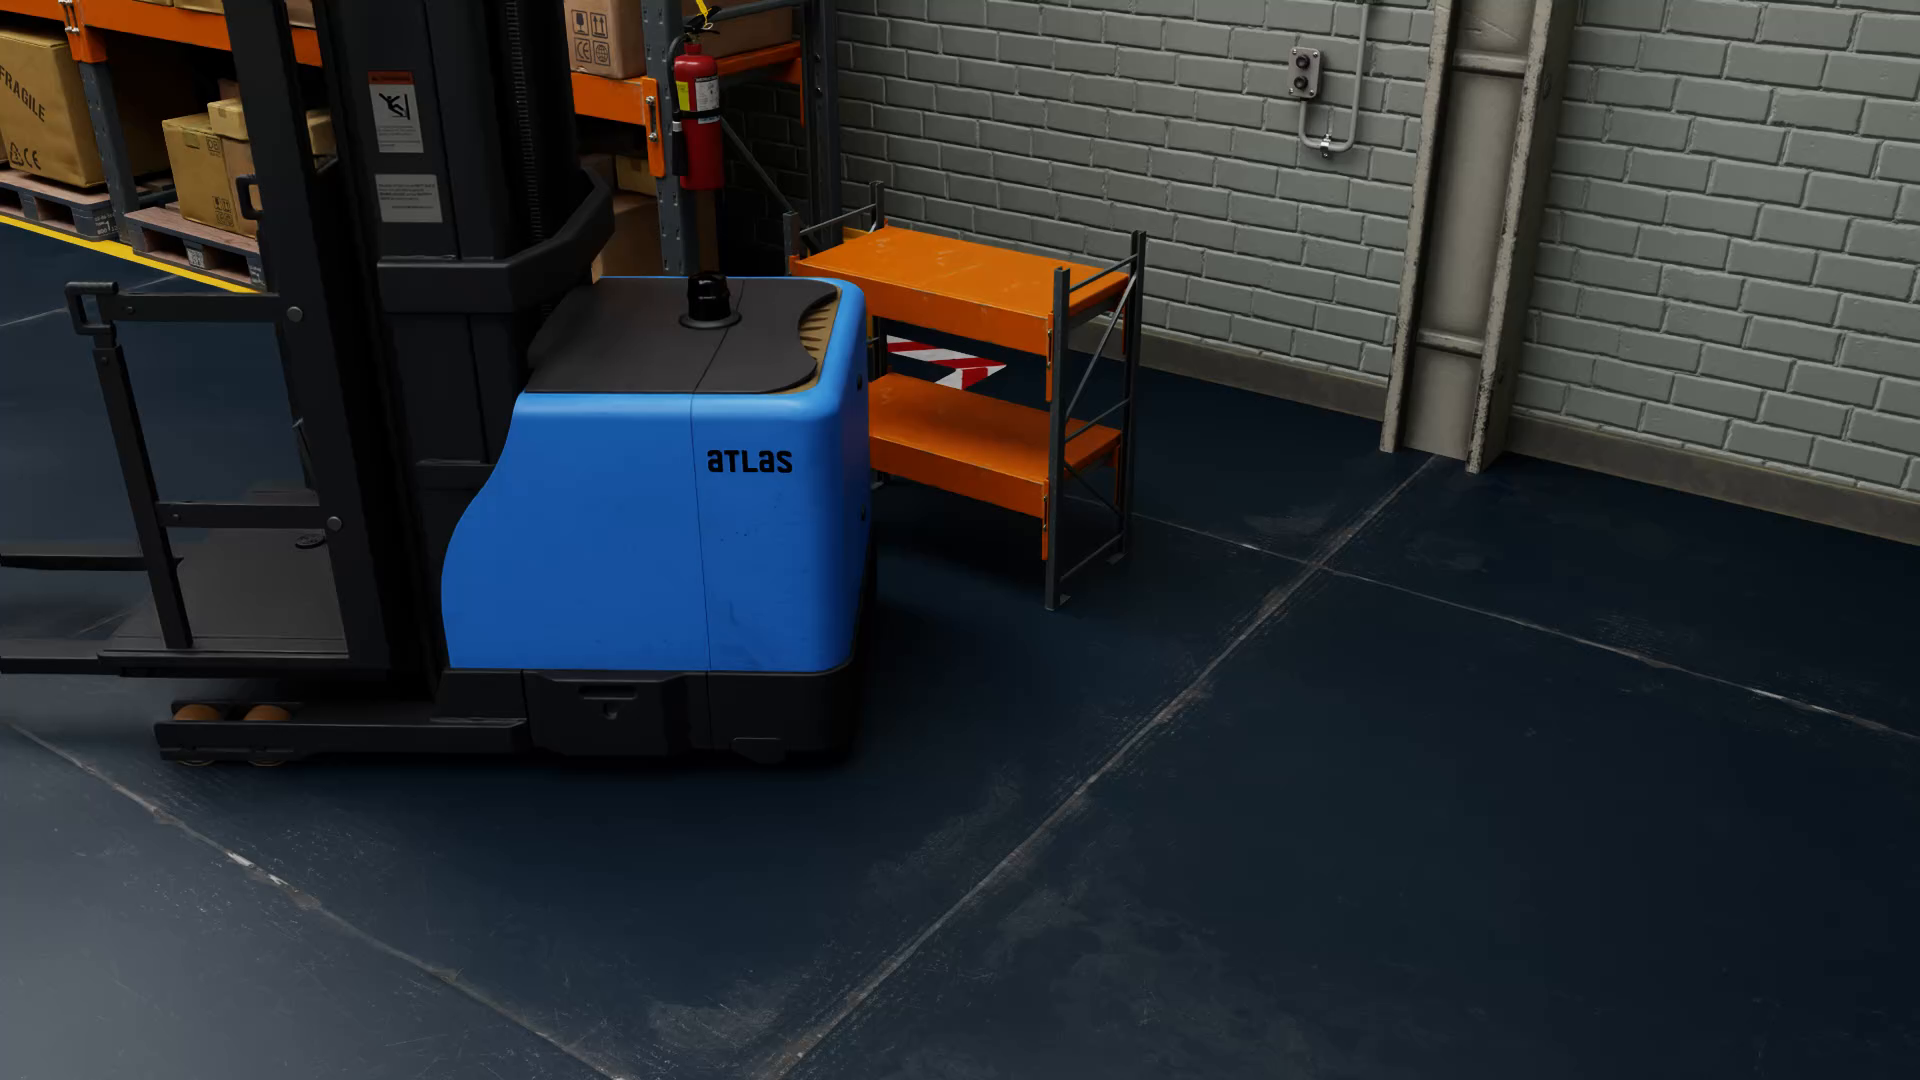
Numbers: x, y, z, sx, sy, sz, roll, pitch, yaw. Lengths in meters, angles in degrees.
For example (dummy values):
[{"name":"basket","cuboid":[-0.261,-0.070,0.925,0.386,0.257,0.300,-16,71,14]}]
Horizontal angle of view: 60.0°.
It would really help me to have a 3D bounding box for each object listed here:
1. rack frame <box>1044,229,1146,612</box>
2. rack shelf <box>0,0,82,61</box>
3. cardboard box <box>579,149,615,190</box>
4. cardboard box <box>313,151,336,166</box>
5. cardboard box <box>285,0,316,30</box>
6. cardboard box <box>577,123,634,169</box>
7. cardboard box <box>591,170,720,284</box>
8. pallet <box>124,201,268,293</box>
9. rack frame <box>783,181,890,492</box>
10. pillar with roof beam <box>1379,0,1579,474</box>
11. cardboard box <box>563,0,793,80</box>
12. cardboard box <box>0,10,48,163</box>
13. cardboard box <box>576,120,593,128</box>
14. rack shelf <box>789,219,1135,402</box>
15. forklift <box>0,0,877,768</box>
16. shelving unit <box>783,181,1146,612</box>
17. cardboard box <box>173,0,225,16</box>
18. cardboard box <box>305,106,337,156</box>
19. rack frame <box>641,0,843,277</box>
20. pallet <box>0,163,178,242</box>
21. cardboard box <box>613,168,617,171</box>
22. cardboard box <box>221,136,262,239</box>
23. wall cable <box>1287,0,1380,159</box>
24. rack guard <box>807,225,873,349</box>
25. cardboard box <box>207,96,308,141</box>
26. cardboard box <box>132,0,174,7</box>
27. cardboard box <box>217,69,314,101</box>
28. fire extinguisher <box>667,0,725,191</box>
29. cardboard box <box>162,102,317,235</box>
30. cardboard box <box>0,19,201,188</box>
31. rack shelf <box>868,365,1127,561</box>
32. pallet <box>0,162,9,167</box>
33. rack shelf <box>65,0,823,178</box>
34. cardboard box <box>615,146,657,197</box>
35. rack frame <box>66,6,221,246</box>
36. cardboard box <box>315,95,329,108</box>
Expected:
[{"name":"rack frame","cuboid":[0.425,-0.369,5.235,0.032,1.125,0.500,17,32,30]},{"name":"rack shelf","cuboid":[-5.789,-3.282,9.686,4.000,0.370,1.077,17,32,30]},{"name":"cardboard box","cuboid":[-1.686,-1.532,7.030,0.250,0.149,0.380,17,31,30]},{"name":"cardboard box","cuboid":[-2.748,-1.669,8.016,0.500,0.500,0.700,18,32,31]},{"name":"cardboard box","cuboid":[-2.498,-2.705,7.427,0.700,0.700,0.980,16,31,28]},{"name":"cardboard box","cuboid":[-1.679,-1.739,7.438,0.250,0.149,0.380,17,32,30]},{"name":"cardboard box","cuboid":[-1.477,-1.278,7.247,0.500,0.500,0.700,17,32,30]},{"name":"pallet","cuboid":[-3.558,-1.622,8.705,1.213,0.211,1.003,17,32,30]},{"name":"rack frame","cuboid":[-0.413,-0.630,5.748,0.032,1.125,0.500,17,32,30]},{"name":"pillar with roof beam","cuboid":[-0.565,-2.757,1.245,0.400,9.000,9.100,17,32,30]},{"name":"cardboard box","cuboid":[-1.269,-2.323,6.677,0.700,0.700,0.980,19,33,33]},{"name":"cardboard box","cuboid":[-5.484,-2.664,9.585,0.750,0.750,0.750,18,32,32]},{"name":"cardboard box","cuboid":[-1.885,-1.804,7.565,0.250,0.149,0.380,18,32,31]},{"name":"rack shelf","cuboid":[0.006,-0.760,5.359,1.000,0.278,0.538,17,32,30]},{"name":"forklift","cuboid":[-1.789,-0.926,4.338,3.031,2.935,1.130,1,27,1]},{"name":"shelving unit","cuboid":[0.006,-0.500,5.491,1.048,1.125,0.538,17,32,30]},{"name":"cardboard box","cuboid":[-3.104,-2.888,7.787,0.700,0.700,0.980,16,31,29]},{"name":"cardboard box","cuboid":[-2.973,-1.931,7.815,0.250,0.149,0.380,16,31,29]},{"name":"rack frame","cuboid":[-0.843,-2.062,6.495,0.127,3.000,1.000,17,32,30]},{"name":"pallet","cuboid":[-4.819,-2.017,9.480,1.213,0.211,1.003,17,32,30]},{"name":"cardboard box","cuboid":[-1.889,-1.406,7.499,0.500,0.500,0.700,17,32,30]},{"name":"cardboard box","cuboid":[-3.170,-1.802,8.277,0.500,0.500,0.700,17,32,30]},{"name":"wall cable","cuboid":[0.748,-2.540,6.313,1.851,1.984,0.084,17,32,30]},{"name":"rack guard","cuboid":[-0.823,-0.942,7.050,0.348,0.500,1.175,17,32,30]},{"name":"cardboard box","cuboid":[-3.403,-2.065,8.079,0.250,0.149,0.380,19,32,32]},{"name":"cardboard box","cuboid":[-3.702,-3.078,8.160,0.700,0.700,0.980,18,32,31]},{"name":"cardboard box","cuboid":[-3.589,-2.333,8.604,0.250,0.149,0.380,17,32,30]},{"name":"fire extinguisher","cuboid":[-0.980,-1.650,6.182,0.183,0.674,0.296,17,32,30]},{"name":"cardboard box","cuboid":[-3.582,-1.932,8.533,0.500,0.500,0.700,18,32,31]},{"name":"cardboard box","cuboid":[-4.750,-2.437,9.138,0.750,0.750,0.750,18,32,31]},{"name":"rack shelf","cuboid":[0.006,-0.282,5.602,1.000,0.278,0.538,17,32,30]},{"name":"pallet","cuboid":[-5.829,-2.330,10.095,1.213,0.211,1.003,17,32,30]},{"name":"rack shelf","cuboid":[-2.492,-2.255,7.667,4.000,0.370,1.077,17,32,30]},{"name":"cardboard box","cuboid":[-1.260,-1.610,7.183,0.250,0.149,0.380,18,32,31]},{"name":"rack frame","cuboid":[-4.140,-3.089,8.513,0.127,3.000,1.000,17,32,30]},{"name":"cardboard box","cuboid":[-2.936,-2.131,8.208,0.250,0.149,0.380,16,31,29]}]
